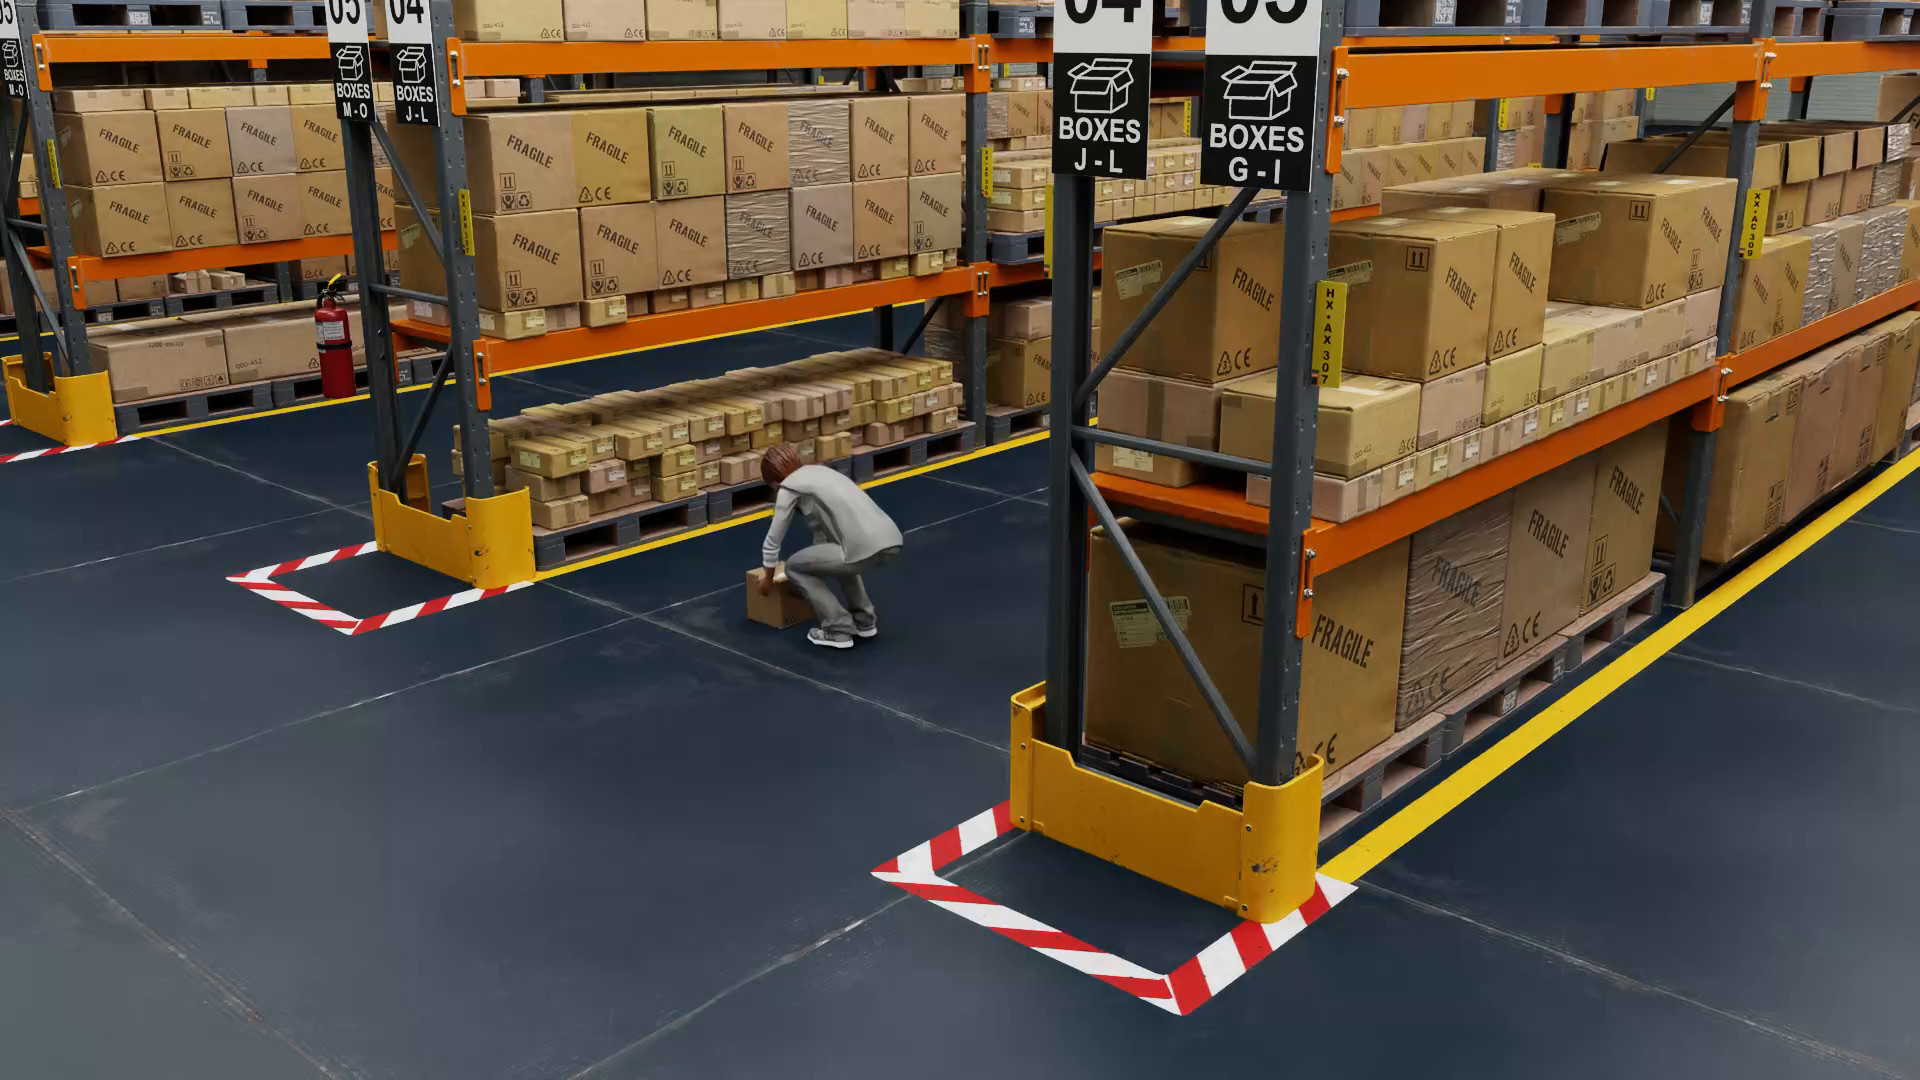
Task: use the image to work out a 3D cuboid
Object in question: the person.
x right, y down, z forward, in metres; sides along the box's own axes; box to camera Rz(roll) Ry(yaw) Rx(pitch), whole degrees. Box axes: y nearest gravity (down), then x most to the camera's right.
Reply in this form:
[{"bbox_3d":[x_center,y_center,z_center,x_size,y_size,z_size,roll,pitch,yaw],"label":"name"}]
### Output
[{"bbox_3d":[-0.601,0.090,8.065,0.648,0.835,0.446,15,22,39],"label":"person"}]
